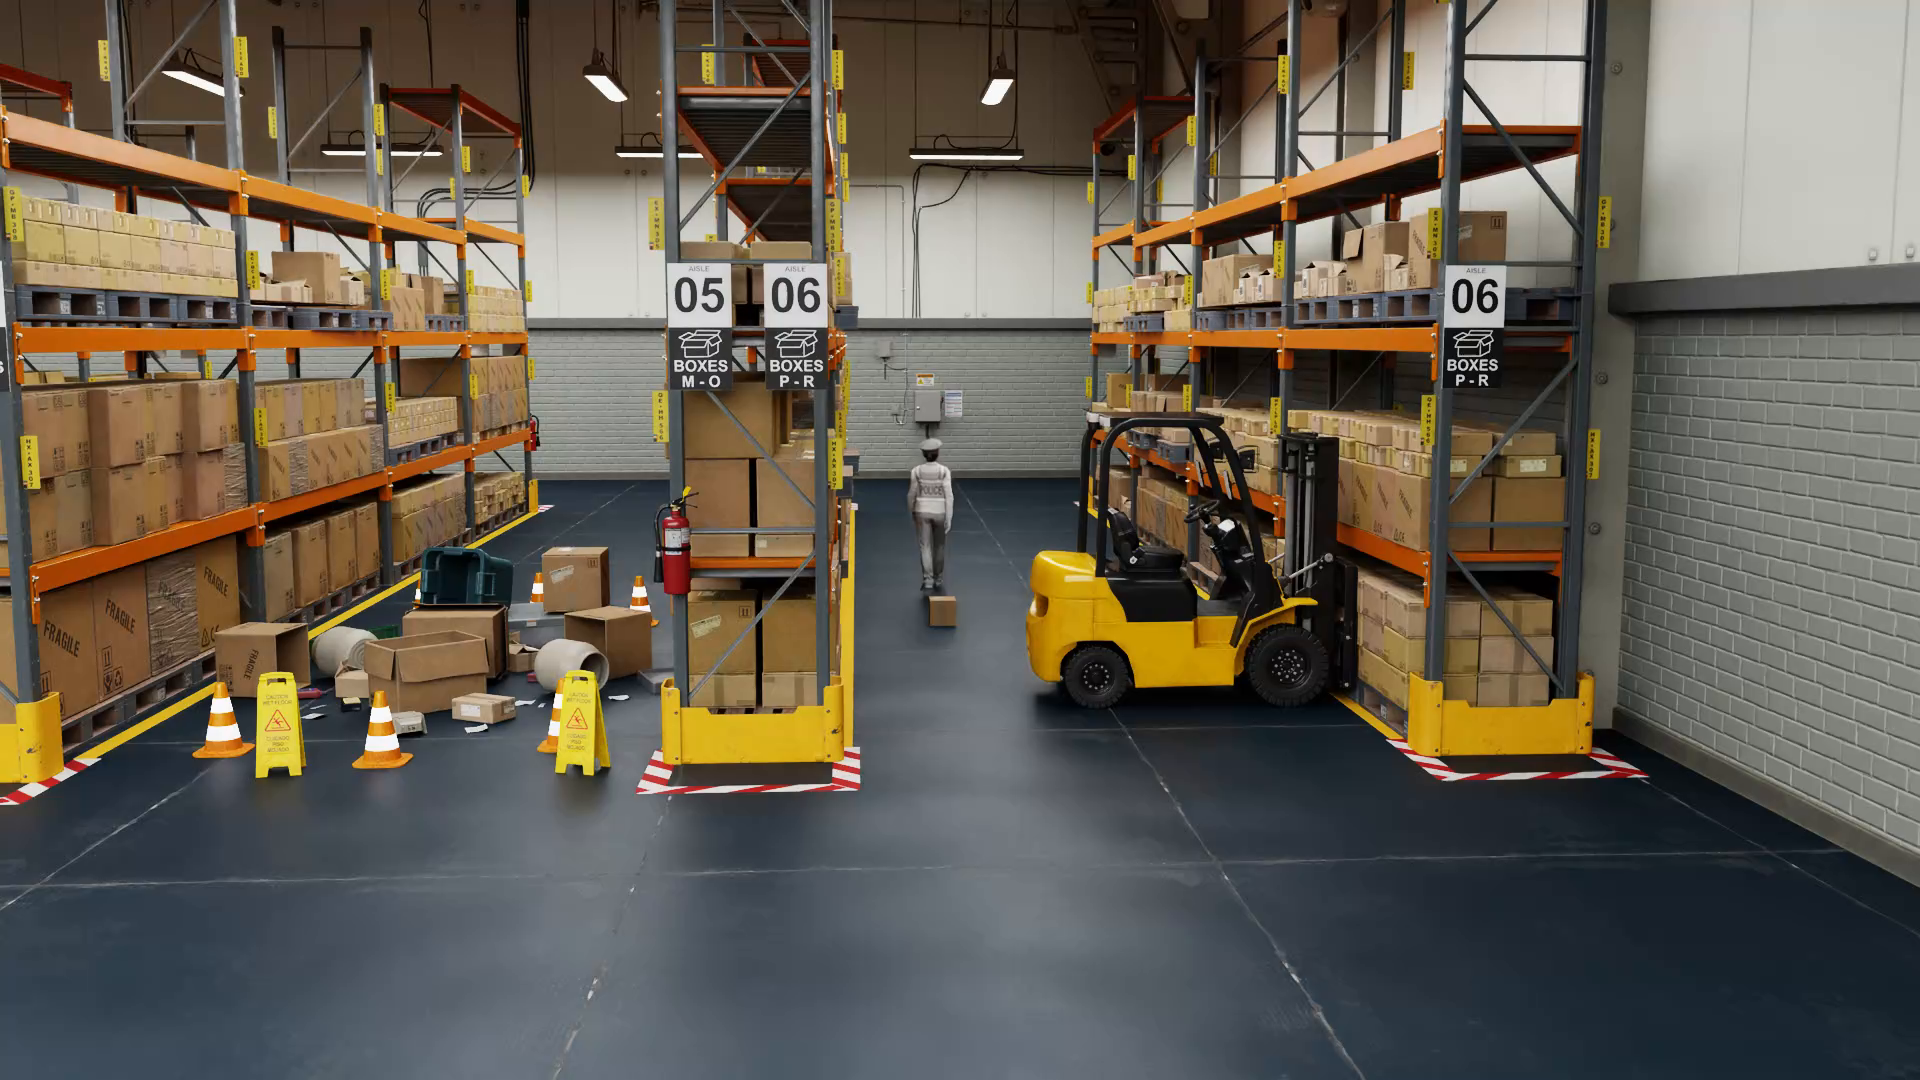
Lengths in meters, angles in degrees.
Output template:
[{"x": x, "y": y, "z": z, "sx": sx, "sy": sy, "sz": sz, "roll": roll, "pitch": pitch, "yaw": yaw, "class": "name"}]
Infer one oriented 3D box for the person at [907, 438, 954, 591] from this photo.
[{"x": -0.323, "y": -0.280, "z": 17.896, "sx": 0.490, "sy": 1.623, "sz": 1.017, "roll": -1, "pitch": 7, "yaw": -4, "class": "person"}]
